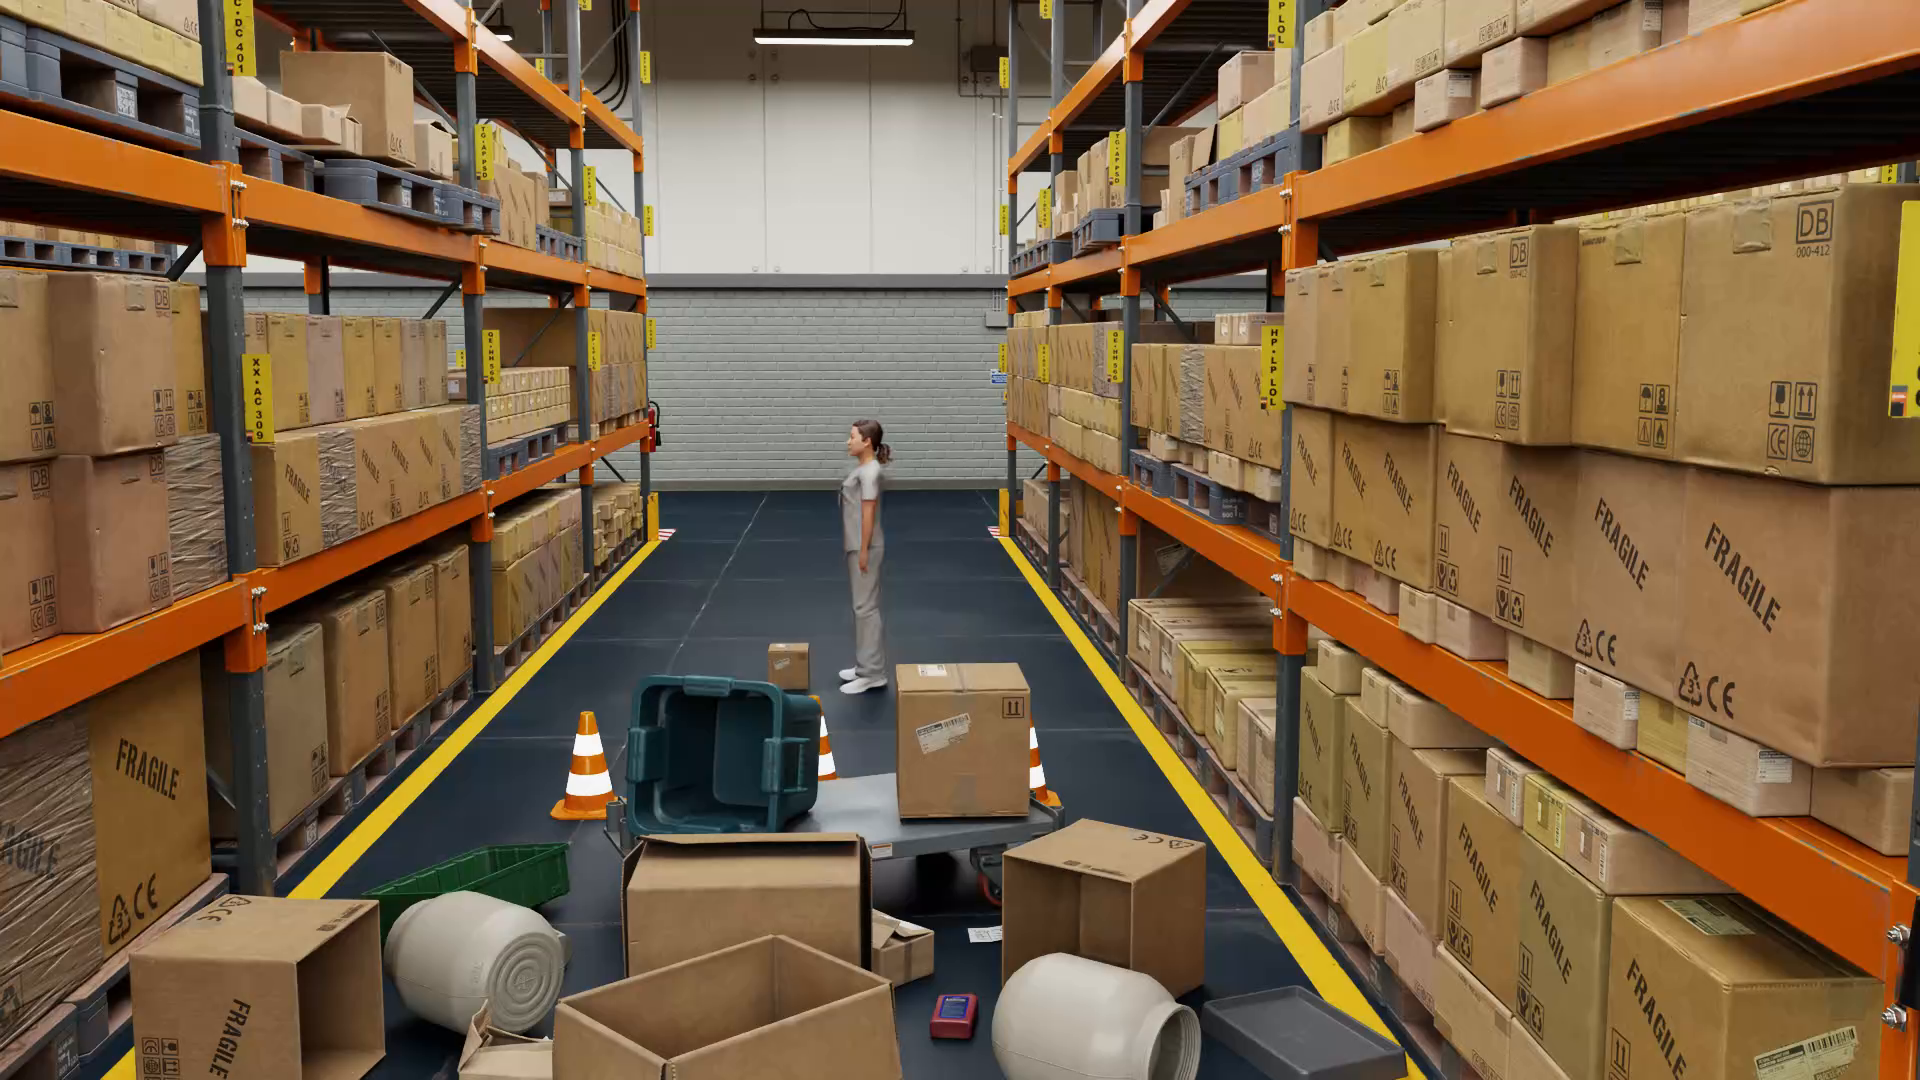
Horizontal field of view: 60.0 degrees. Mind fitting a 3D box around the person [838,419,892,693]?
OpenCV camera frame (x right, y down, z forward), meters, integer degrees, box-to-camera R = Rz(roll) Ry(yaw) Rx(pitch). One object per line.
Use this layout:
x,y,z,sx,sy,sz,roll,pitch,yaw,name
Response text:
-0.595,0.191,10.498,0.351,1.493,0.473,0,7,-3,person
